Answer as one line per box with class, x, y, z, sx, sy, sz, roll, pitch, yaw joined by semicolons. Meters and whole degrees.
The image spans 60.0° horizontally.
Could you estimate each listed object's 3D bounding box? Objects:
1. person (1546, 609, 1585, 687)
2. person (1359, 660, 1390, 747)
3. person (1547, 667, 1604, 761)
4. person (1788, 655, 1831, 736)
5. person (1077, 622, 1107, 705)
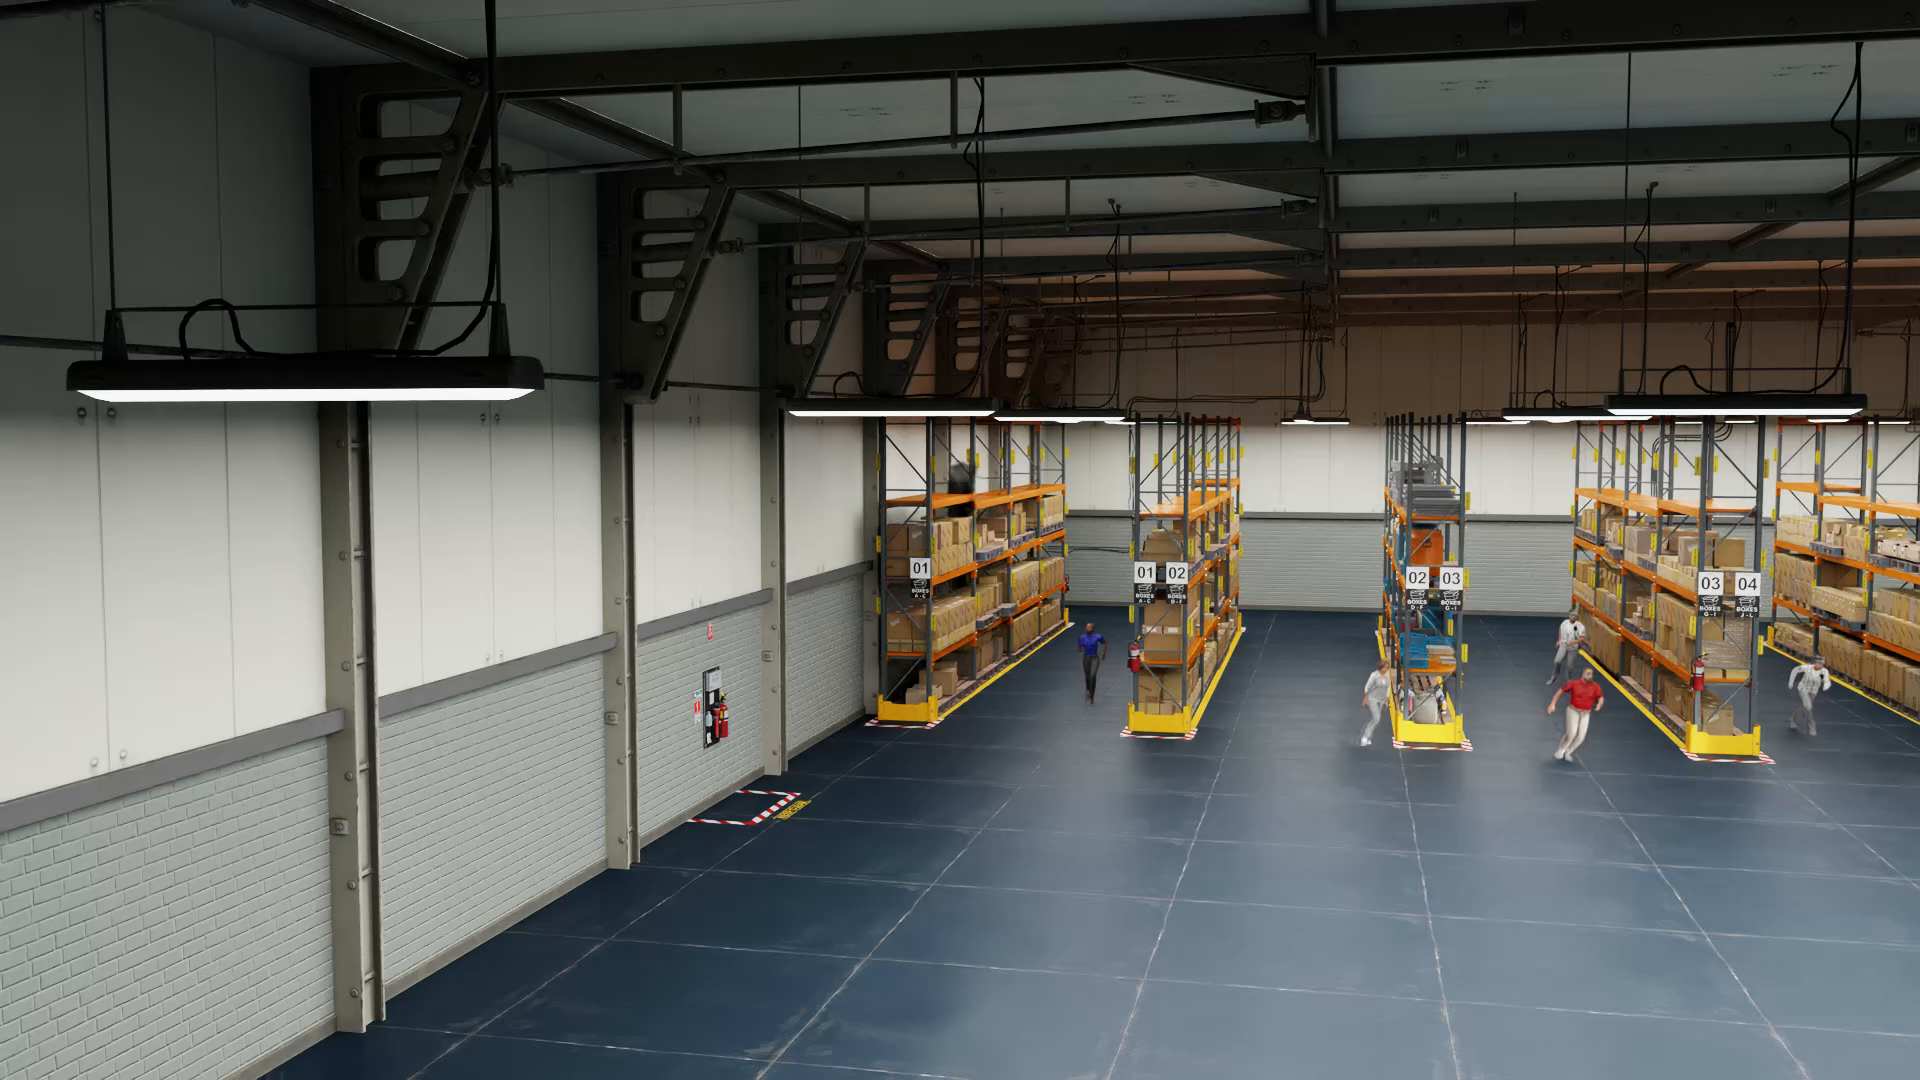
person;13.385;2.366;36.632;0.759;1.732;0.814;3;5;35
person;7.403;2.934;29.804;0.548;1.505;0.565;-2;4;-29
person;10.624;3.007;28.498;0.859;1.658;0.664;0;4;-7
person;15.852;2.857;31.062;0.604;1.496;1.035;0;4;2
person;2.753;2.555;34.700;0.598;1.698;0.894;1;4;18
